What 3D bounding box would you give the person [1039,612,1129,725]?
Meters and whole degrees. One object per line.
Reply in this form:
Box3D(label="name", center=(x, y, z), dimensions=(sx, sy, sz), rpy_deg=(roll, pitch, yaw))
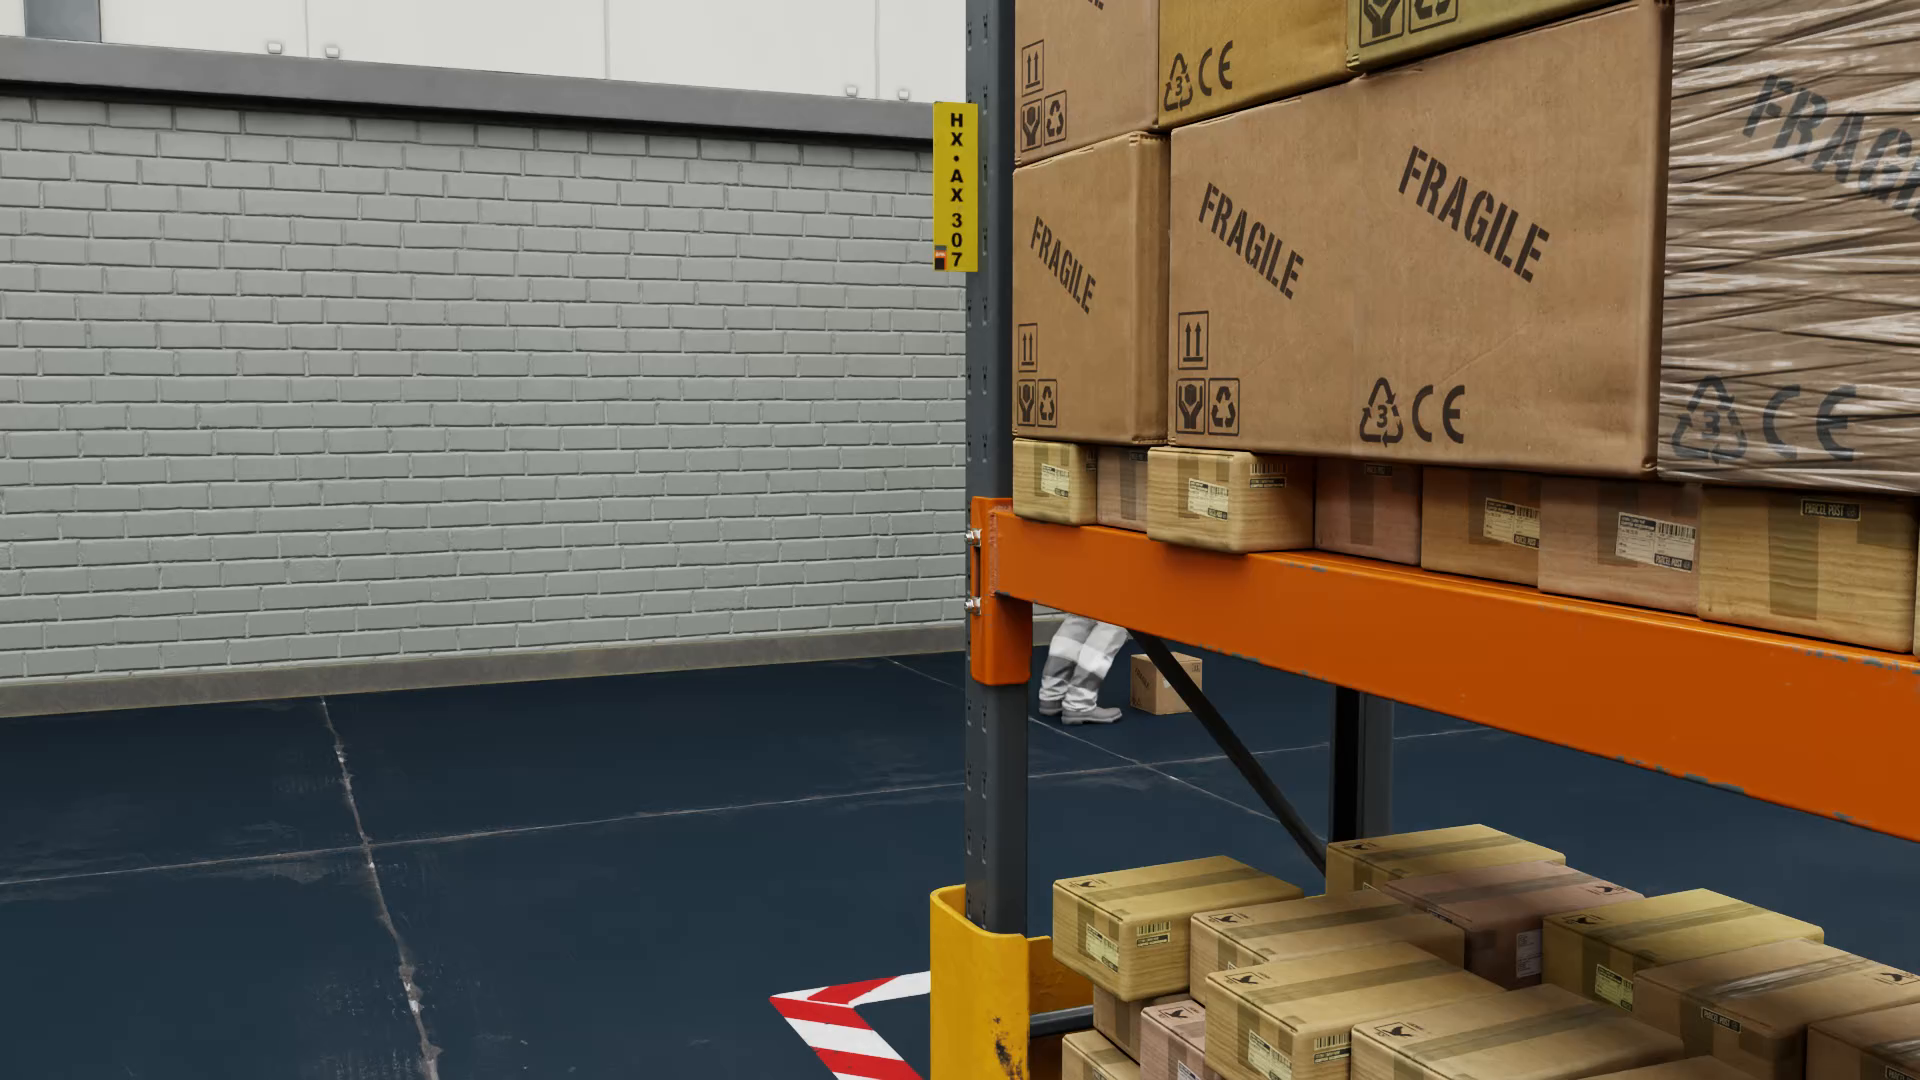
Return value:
Box3D(label="person", center=(0.578, 0.040, 7.774), dimensions=(0.647, 1.580, 0.575), rpy_deg=(-2, 6, -23))
